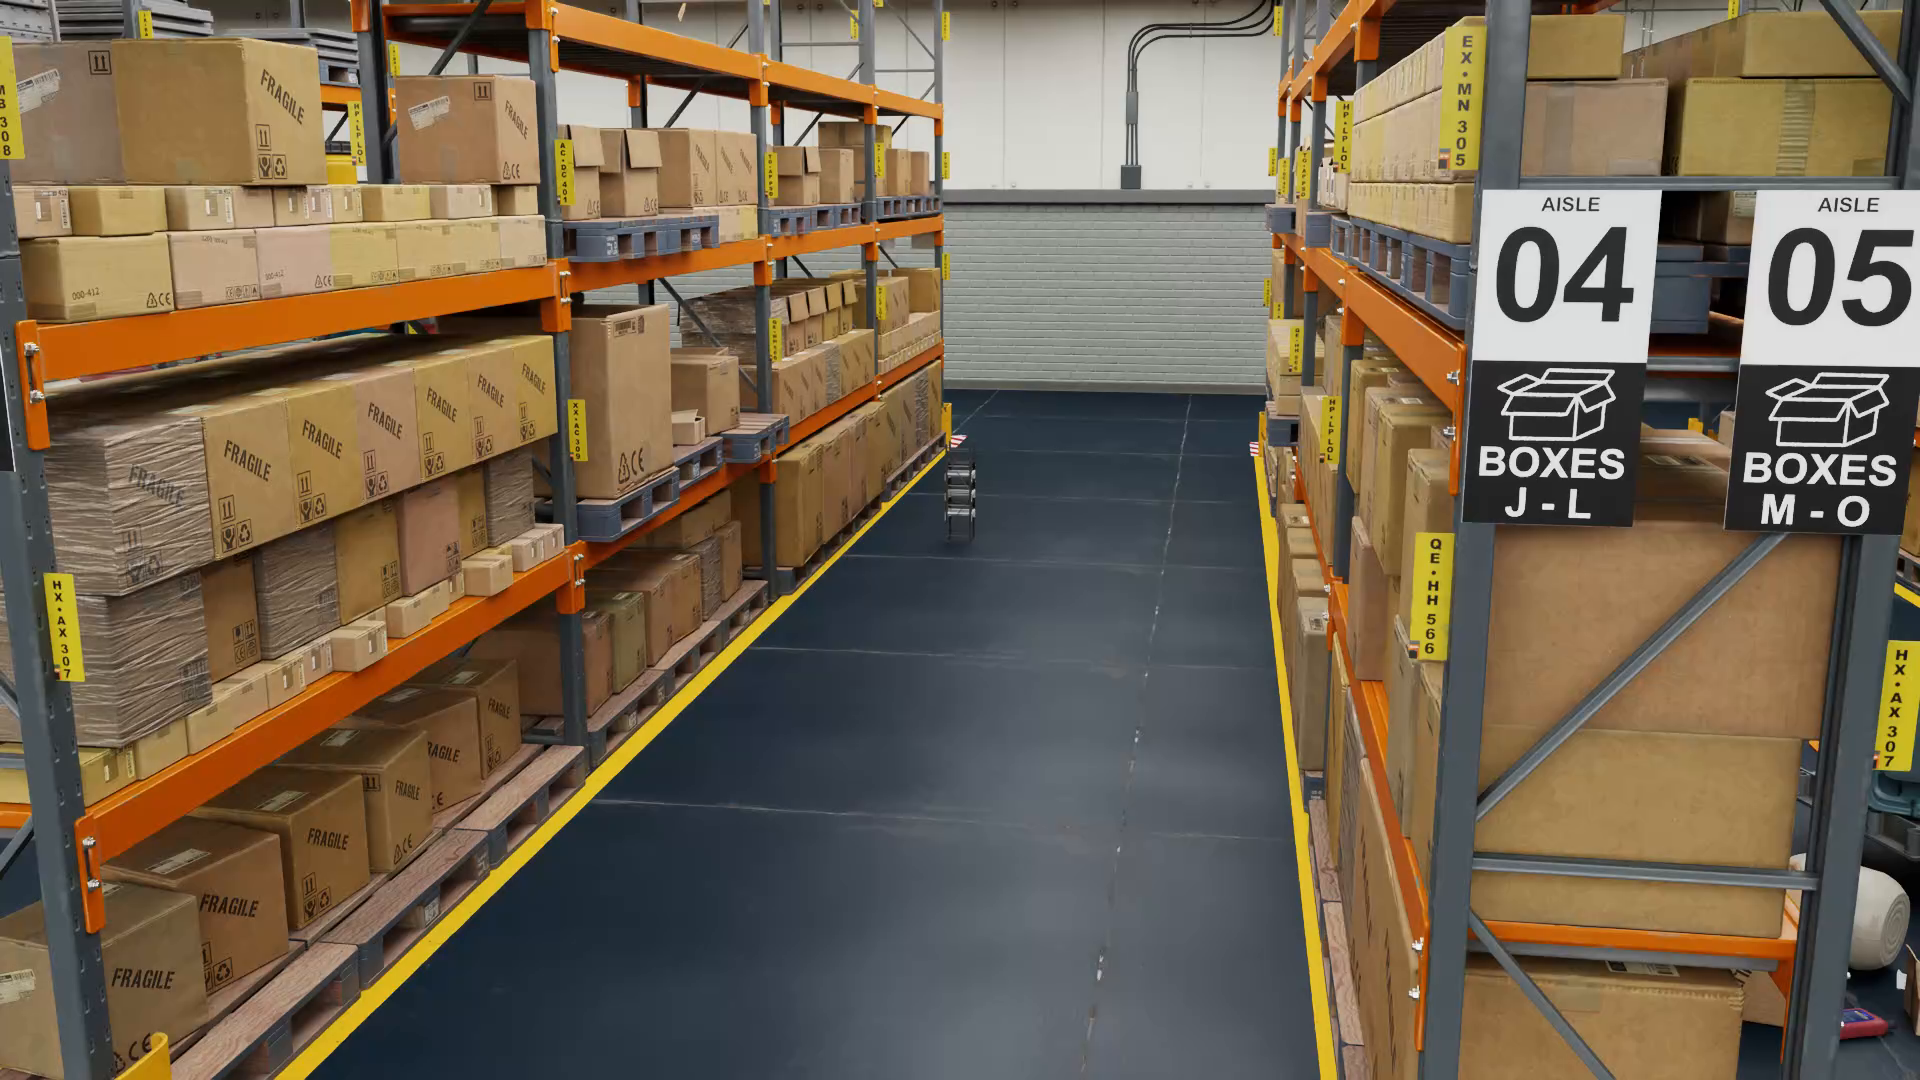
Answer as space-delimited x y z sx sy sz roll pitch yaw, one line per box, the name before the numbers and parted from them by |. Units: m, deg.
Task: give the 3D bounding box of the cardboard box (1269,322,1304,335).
cardboard box | 3.010 -1.901 15.140 0.380 0.149 0.250 2 12 10

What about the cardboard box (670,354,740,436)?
cardboard box | -1.969 -1.024 11.645 0.700 0.500 0.500 4 13 17

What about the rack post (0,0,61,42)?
rack post | -7.230 -3.773 10.925 1.013 1.000 3.121 2 12 9

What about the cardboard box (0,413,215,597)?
cardboard box | -2.815 -0.126 5.397 0.500 0.500 0.500 2 12 9

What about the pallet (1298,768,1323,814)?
pallet | 2.376 1.212 9.125 1.003 0.211 1.213 2 12 9

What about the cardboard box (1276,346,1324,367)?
cardboard box | 2.650 -1.418 12.896 0.380 0.149 0.250 2 12 10

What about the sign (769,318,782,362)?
sign | -1.401 -1.514 12.596 0.100 0.325 0.005 2 12 9

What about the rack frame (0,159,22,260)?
rack frame | -3.169 -2.270 4.422 1.000 3.000 0.127 2 12 9

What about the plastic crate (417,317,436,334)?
plastic crate | -5.832 -2.234 18.202 0.402 0.464 0.583 2 12 9

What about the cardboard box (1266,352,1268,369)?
cardboard box | 3.047 -1.669 15.473 0.380 0.149 0.250 1 12 6

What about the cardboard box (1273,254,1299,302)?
cardboard box | 3.598 -2.765 17.645 0.500 0.500 0.500 1 12 7

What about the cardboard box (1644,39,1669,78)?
cardboard box | 2.201 -1.360 4.790 0.380 0.149 0.250 2 12 9

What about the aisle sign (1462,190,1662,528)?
aisle sign | 1.409 -0.421 3.914 0.394 0.787 0.004 2 12 9

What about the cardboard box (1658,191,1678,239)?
cardboard box | 2.164 -0.919 4.638 0.380 0.149 0.250 2 12 9

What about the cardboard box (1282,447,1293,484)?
cardboard box | 3.025 -0.641 14.261 0.500 0.250 0.500 2 12 11

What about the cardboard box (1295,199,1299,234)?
cardboard box | 2.929 -2.672 13.169 0.500 0.500 0.500 2 12 9

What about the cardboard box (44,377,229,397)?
cardboard box | -3.178 -0.351 6.442 0.500 0.500 0.500 2 12 9

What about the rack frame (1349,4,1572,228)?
rack frame | 2.332 -2.921 7.443 1.000 3.000 0.127 2 12 9

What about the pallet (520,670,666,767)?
pallet | -2.435 1.031 9.964 1.003 0.211 1.213 2 12 9

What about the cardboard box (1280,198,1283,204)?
cardboard box | 3.537 -3.367 16.988 0.500 0.250 0.500 2 12 8

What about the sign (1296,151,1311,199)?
sign | 2.411 -2.558 11.652 0.100 0.325 0.005 2 12 9

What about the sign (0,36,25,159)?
sign | -2.633 -1.213 4.565 0.100 0.325 0.005 2 12 9

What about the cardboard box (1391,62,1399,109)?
cardboard box | 1.668 -1.542 5.632 0.380 0.149 0.250 2 12 9

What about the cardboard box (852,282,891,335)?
cardboard box | -0.997 -2.365 16.975 0.500 0.500 0.500 2 12 9

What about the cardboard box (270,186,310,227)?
cardboard box | -2.664 -1.245 6.195 0.380 0.149 0.250 1 12 6

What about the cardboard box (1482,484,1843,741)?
cardboard box | 1.812 0.167 4.434 0.875 0.550 0.550 2 12 9

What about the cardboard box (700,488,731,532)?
cardboard box | -2.012 -0.222 12.268 0.500 0.250 0.500 2 12 11

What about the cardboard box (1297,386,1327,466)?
cardboard box | 2.611 -0.785 11.535 0.500 0.500 0.500 2 12 9

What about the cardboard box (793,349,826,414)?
cardboard box | -1.442 -1.358 14.194 0.500 0.500 0.500 2 12 8

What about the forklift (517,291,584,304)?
forklift | -4.065 -1.328 14.457 1.130 2.935 3.031 12 17 43

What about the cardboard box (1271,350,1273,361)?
cardboard box | 2.850 -1.541 14.174 0.380 0.149 0.250 2 12 8

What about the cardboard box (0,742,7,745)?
cardboard box | -3.329 0.720 5.387 0.380 0.149 0.250 2 12 9

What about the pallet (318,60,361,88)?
pallet | -6.314 -4.467 16.016 1.003 0.211 1.213 2 12 9

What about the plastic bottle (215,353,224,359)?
plastic bottle | -6.901 -1.573 15.545 0.144 0.351 0.185 2 12 9

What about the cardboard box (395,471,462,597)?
cardboard box | -2.773 -0.062 7.475 0.875 0.500 0.500 2 12 9

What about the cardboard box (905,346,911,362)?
cardboard box | -0.750 -2.033 18.160 0.380 0.149 0.250 2 12 9

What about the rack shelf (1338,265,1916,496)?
rack shelf | 2.024 -0.686 5.903 1.077 0.370 4.000 2 12 9

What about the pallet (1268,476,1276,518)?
pallet | 3.630 -0.431 16.750 1.003 0.211 1.213 2 12 9

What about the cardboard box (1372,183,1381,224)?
cardboard box | 1.746 -1.256 6.199 0.380 0.149 0.250 2 12 9

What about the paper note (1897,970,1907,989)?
paper note | 3.931 1.809 6.801 0.172 0.023 0.155 7 14 28

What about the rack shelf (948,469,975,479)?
rack shelf | 0.001 -0.585 15.132 0.258 0.077 0.200 2 12 9

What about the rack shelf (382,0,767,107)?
rack shelf | -2.246 -2.972 10.336 1.077 0.370 4.000 2 12 9

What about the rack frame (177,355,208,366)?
rack frame | -10.496 -2.990 22.002 1.000 3.000 0.127 2 12 9

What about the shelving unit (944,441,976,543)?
shelving unit | 0.001 -0.442 15.163 0.258 0.900 0.210 2 12 9

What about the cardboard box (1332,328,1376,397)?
cardboard box | 2.715 -1.053 10.406 0.700 0.500 0.500 2 12 8

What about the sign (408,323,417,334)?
sign | -5.674 -2.113 17.276 0.100 0.325 0.005 2 12 9

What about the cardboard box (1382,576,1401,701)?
cardboard box | 2.043 0.353 6.135 0.875 0.550 0.500 2 12 9

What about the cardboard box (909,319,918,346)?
cardboard box | -0.753 -2.310 18.500 0.500 0.250 0.500 2 12 9

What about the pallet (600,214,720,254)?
pallet | -2.197 -1.885 10.204 1.213 0.211 1.003 2 12 9

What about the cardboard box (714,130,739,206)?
cardboard box | -1.833 -2.548 11.407 0.500 0.500 0.500 2 12 9

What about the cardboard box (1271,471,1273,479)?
cardboard box | 3.385 -0.666 16.992 0.380 0.149 0.250 1 12 7

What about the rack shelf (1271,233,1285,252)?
rack shelf | 3.870 -3.184 17.494 1.077 0.370 4.000 2 12 9

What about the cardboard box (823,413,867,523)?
cardboard box | -1.539 -0.682 15.341 1.225 0.875 0.875 1 12 7

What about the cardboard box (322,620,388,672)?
cardboard box | -2.563 0.425 6.755 0.380 0.149 0.250 2 12 9

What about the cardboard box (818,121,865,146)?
cardboard box | -1.172 -4.167 17.093 0.500 0.250 0.500 1 12 5

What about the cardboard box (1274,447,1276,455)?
cardboard box | 3.391 -0.945 16.873 0.380 0.149 0.250 2 12 8

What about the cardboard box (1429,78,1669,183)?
cardboard box | 1.516 -1.059 4.339 0.500 0.250 0.500 2 12 9

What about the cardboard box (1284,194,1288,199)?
cardboard box | 3.382 -3.395 15.933 0.500 0.250 0.500 1 12 6
